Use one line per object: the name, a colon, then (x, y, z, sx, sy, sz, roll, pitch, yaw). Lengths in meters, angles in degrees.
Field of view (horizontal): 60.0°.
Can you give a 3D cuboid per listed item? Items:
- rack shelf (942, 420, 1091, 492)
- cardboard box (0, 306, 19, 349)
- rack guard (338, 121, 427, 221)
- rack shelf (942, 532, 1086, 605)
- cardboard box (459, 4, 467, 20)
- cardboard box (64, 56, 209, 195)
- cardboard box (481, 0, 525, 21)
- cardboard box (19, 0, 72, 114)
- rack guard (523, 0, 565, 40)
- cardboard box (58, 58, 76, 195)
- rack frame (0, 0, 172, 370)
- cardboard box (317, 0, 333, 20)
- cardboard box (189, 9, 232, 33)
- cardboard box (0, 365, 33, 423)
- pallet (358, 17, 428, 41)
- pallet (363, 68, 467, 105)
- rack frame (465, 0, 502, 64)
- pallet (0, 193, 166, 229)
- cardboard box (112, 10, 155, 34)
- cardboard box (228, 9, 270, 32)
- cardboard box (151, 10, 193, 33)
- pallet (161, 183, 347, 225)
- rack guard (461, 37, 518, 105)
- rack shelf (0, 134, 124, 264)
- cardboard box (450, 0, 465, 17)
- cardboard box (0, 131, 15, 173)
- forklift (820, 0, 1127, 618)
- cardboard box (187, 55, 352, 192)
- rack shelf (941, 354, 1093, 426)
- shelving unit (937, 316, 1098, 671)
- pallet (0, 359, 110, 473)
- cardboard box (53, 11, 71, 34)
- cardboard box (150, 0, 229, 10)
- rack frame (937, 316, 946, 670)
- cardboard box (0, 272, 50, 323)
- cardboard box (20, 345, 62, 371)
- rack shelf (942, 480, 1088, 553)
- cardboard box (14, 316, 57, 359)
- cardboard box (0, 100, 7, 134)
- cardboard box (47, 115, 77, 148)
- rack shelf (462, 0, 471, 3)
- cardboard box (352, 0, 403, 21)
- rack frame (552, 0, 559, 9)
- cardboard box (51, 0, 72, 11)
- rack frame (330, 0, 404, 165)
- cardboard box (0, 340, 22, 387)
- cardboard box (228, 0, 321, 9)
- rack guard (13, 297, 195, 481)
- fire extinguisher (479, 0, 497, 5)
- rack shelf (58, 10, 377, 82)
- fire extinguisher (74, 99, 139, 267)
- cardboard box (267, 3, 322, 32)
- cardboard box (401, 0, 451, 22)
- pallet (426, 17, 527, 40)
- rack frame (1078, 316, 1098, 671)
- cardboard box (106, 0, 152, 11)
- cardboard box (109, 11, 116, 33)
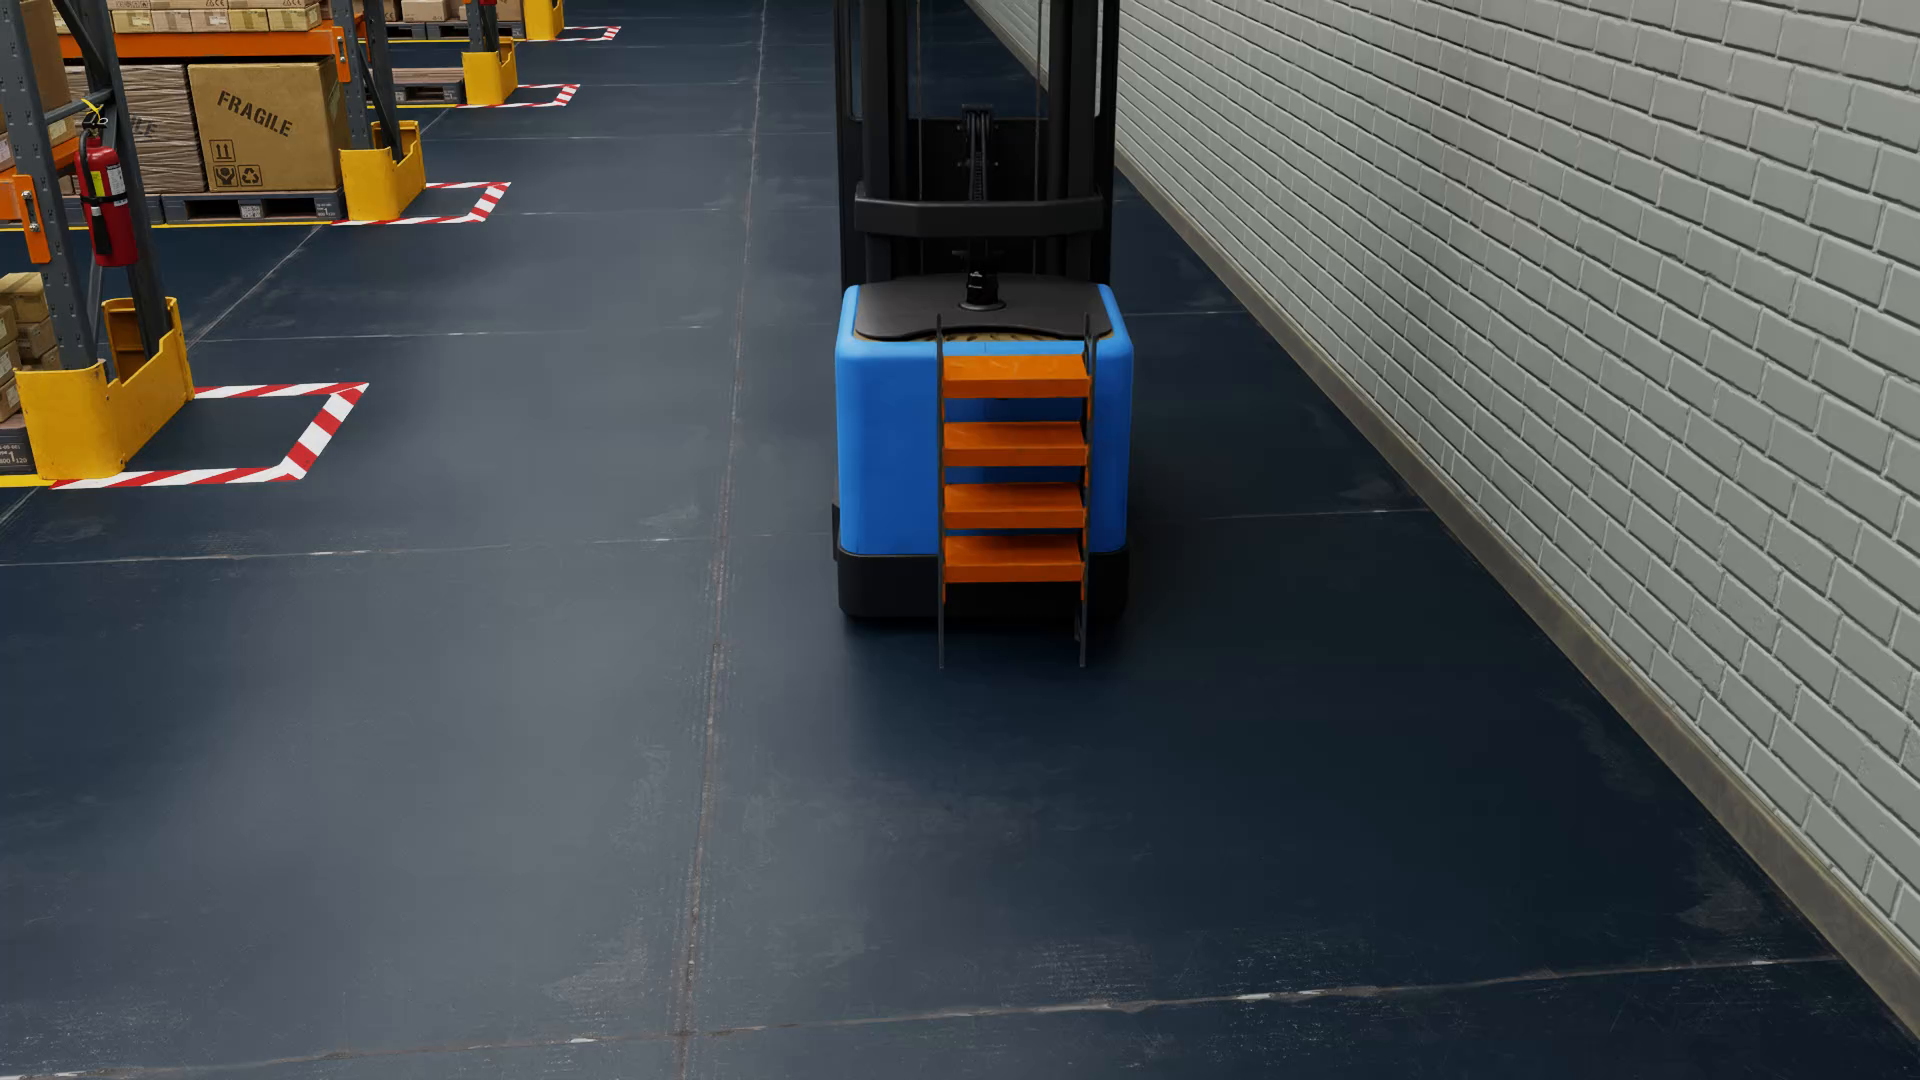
rack shelf: (0.183, -0.279, 5.497, 0.480, 0.148, 0.258, 0, 27, 1)
cardboard box: (-4.398, -0.914, 7.374, 0.250, 0.149, 0.380, -2, 24, -5)
rack guard: (-4.259, -2.744, 12.309, 0.348, 0.500, 1.175, -2, 24, -5)
rack shelf: (0.183, 0.097, 5.691, 0.480, 0.148, 0.258, 0, 27, 1)
cardboard box: (-6.182, -6.695, 21.066, 0.250, 0.166, 0.380, -2, 24, -5)
cardboard box: (-5.818, -3.012, 11.933, 0.875, 0.875, 0.875, -2, 24, -5)
cardboard box: (-5.770, -6.827, 20.953, 0.500, 0.500, 0.500, -2, 24, -5)
cardboard box: (-4.370, -2.152, 7.409, 0.500, 0.500, 0.500, -1, 24, -3)
rack guard: (-5.329, -6.745, 21.309, 0.348, 0.500, 1.175, -2, 24, -5)
cardboard box: (-6.704, -2.977, 11.853, 0.875, 0.875, 0.875, -2, 24, -5)
rack frame: (-3.896, -1.877, 7.279, 0.127, 3.000, 1.000, -2, 24, -5)
cardboard box: (-4.669, -3.890, 12.118, 0.250, 0.149, 0.380, -2, 24, -5)
cardboard box: (-5.115, -3.603, 11.472, 0.250, 0.149, 0.380, -2, 24, -5)
cardboard box: (-4.400, -0.661, 7.536, 0.250, 0.149, 0.380, -2, 24, -4)
pallet: (-7.333, -6.533, 21.188, 1.213, 0.211, 1.003, -2, 24, -5)
pallet: (-5.595, -4.596, 16.830, 1.213, 0.211, 1.003, -2, 24, -5)
rack frame: (-4.770, -5.888, 16.303, 0.127, 3.000, 1.000, -2, 24, -5)
pallet: (-6.283, -2.500, 12.115, 1.213, 0.211, 1.003, -2, 24, -5)
cardboard box: (-5.621, -3.582, 11.425, 0.250, 0.149, 0.380, -3, 24, -6)
cardboard box: (-4.864, -3.612, 11.493, 0.250, 0.149, 0.380, -2, 24, -5)
cardboard box: (-5.363, -3.593, 11.450, 0.250, 0.149, 0.380, -2, 24, -4)
pallet: (-5.071, -2.548, 12.222, 1.213, 0.211, 1.003, -2, 24, -5)
rack guard: (-4.747, -4.751, 16.824, 0.348, 0.500, 1.175, -2, 24, -5)
rack shelf: (-5.887, -1.468, 7.246, 4.000, 0.370, 1.077, -2, 24, -5)
cardboard box: (-6.320, -6.907, 21.441, 0.500, 0.250, 0.500, -2, 24, -5)
cardboard box: (-4.193, -1.635, 7.044, 0.250, 0.149, 0.380, -2, 24, -5)
forklift: (0.101, -1.615, 6.776, 1.130, 2.935, 3.031, 1, 24, 3)
cardboard box: (-4.912, -3.049, 12.015, 0.875, 0.875, 0.875, -2, 24, -5)
rack shelf: (0.182, -0.489, 5.389, 0.480, 0.148, 0.258, 0, 27, 1)
shelving unit: (0.183, -0.140, 5.569, 0.503, 1.200, 0.258, 0, 27, 1)
pallet: (-4.784, -0.581, 7.798, 1.213, 0.211, 1.003, -2, 24, -5)
cardboard box: (-6.126, -3.563, 11.381, 0.250, 0.149, 0.380, -2, 24, -4)
cardboard box: (-5.244, -3.806, 11.439, 0.500, 0.250, 0.500, -3, 24, -6)
rack frame: (-0.061, -0.141, 5.573, 0.015, 1.200, 0.240, 0, 27, 1)
cardboard box: (-4.451, -1.154, 7.914, 0.250, 0.149, 0.380, -3, 24, -8)
cardboard box: (-4.449, -0.874, 8.017, 0.250, 0.149, 0.380, -2, 24, -4)
rack shelf: (0.183, -0.080, 5.600, 0.480, 0.148, 0.258, 0, 27, 1)
cardboard box: (-4.443, -0.985, 7.899, 0.250, 0.149, 0.380, -1, 24, -3)
cardboard box: (-4.318, -1.936, 6.924, 0.500, 0.500, 0.500, -2, 24, -4)
cardboard box: (-4.251, -1.881, 7.599, 0.250, 0.149, 0.380, -2, 24, -6)
rack shelf: (-6.760, -5.479, 16.269, 4.000, 0.370, 1.077, -2, 24, -5)
cardboard box: (-7.365, -6.867, 21.039, 0.637, 0.503, 0.797, -2, 24, -5)
rack frame: (-5.253, -7.890, 20.808, 0.127, 3.000, 1.000, -2, 24, -5)
cardboard box: (-6.269, -3.763, 11.342, 0.500, 0.250, 0.500, -2, 24, -5)
rack frame: (-4.283, -3.886, 11.799, 0.127, 3.000, 1.000, -2, 24, -5)
cardboard box: (-4.393, -0.765, 7.406, 0.250, 0.149, 0.380, -3, 24, -7)
cardboard box: (-4.739, -3.826, 11.484, 0.500, 0.250, 0.500, -3, 24, -6)
rack guard: (-3.972, -0.731, 7.780, 0.348, 0.500, 1.175, -2, 24, -5)
fire extinguisher: (-4.575, -5.504, 15.995, 0.183, 0.674, 0.296, -2, 24, -5)
rack shelf: (-6.274, -3.477, 11.765, 4.000, 0.370, 1.077, -2, 24, -5)
fire extinguisher: (-3.600, -1.494, 6.974, 0.183, 0.674, 0.296, -2, 24, -5)
cardboard box: (-4.605, -3.623, 11.518, 0.250, 0.149, 0.380, -2, 24, -4)
cardboard box: (-6.718, -6.687, 20.946, 0.500, 0.250, 0.500, -2, 24, -5)
pallet: (-6.122, -6.580, 21.295, 1.213, 0.211, 1.003, -2, 24, -5)
rack frame: (0.427, -0.138, 5.565, 0.015, 1.200, 0.240, 0, 27, 1)
cardboard box: (-5.751, -3.786, 11.393, 0.500, 0.250, 0.500, -3, 24, -7)
cardboard box: (-5.880, -3.571, 11.401, 0.250, 0.149, 0.380, -2, 24, -5)
